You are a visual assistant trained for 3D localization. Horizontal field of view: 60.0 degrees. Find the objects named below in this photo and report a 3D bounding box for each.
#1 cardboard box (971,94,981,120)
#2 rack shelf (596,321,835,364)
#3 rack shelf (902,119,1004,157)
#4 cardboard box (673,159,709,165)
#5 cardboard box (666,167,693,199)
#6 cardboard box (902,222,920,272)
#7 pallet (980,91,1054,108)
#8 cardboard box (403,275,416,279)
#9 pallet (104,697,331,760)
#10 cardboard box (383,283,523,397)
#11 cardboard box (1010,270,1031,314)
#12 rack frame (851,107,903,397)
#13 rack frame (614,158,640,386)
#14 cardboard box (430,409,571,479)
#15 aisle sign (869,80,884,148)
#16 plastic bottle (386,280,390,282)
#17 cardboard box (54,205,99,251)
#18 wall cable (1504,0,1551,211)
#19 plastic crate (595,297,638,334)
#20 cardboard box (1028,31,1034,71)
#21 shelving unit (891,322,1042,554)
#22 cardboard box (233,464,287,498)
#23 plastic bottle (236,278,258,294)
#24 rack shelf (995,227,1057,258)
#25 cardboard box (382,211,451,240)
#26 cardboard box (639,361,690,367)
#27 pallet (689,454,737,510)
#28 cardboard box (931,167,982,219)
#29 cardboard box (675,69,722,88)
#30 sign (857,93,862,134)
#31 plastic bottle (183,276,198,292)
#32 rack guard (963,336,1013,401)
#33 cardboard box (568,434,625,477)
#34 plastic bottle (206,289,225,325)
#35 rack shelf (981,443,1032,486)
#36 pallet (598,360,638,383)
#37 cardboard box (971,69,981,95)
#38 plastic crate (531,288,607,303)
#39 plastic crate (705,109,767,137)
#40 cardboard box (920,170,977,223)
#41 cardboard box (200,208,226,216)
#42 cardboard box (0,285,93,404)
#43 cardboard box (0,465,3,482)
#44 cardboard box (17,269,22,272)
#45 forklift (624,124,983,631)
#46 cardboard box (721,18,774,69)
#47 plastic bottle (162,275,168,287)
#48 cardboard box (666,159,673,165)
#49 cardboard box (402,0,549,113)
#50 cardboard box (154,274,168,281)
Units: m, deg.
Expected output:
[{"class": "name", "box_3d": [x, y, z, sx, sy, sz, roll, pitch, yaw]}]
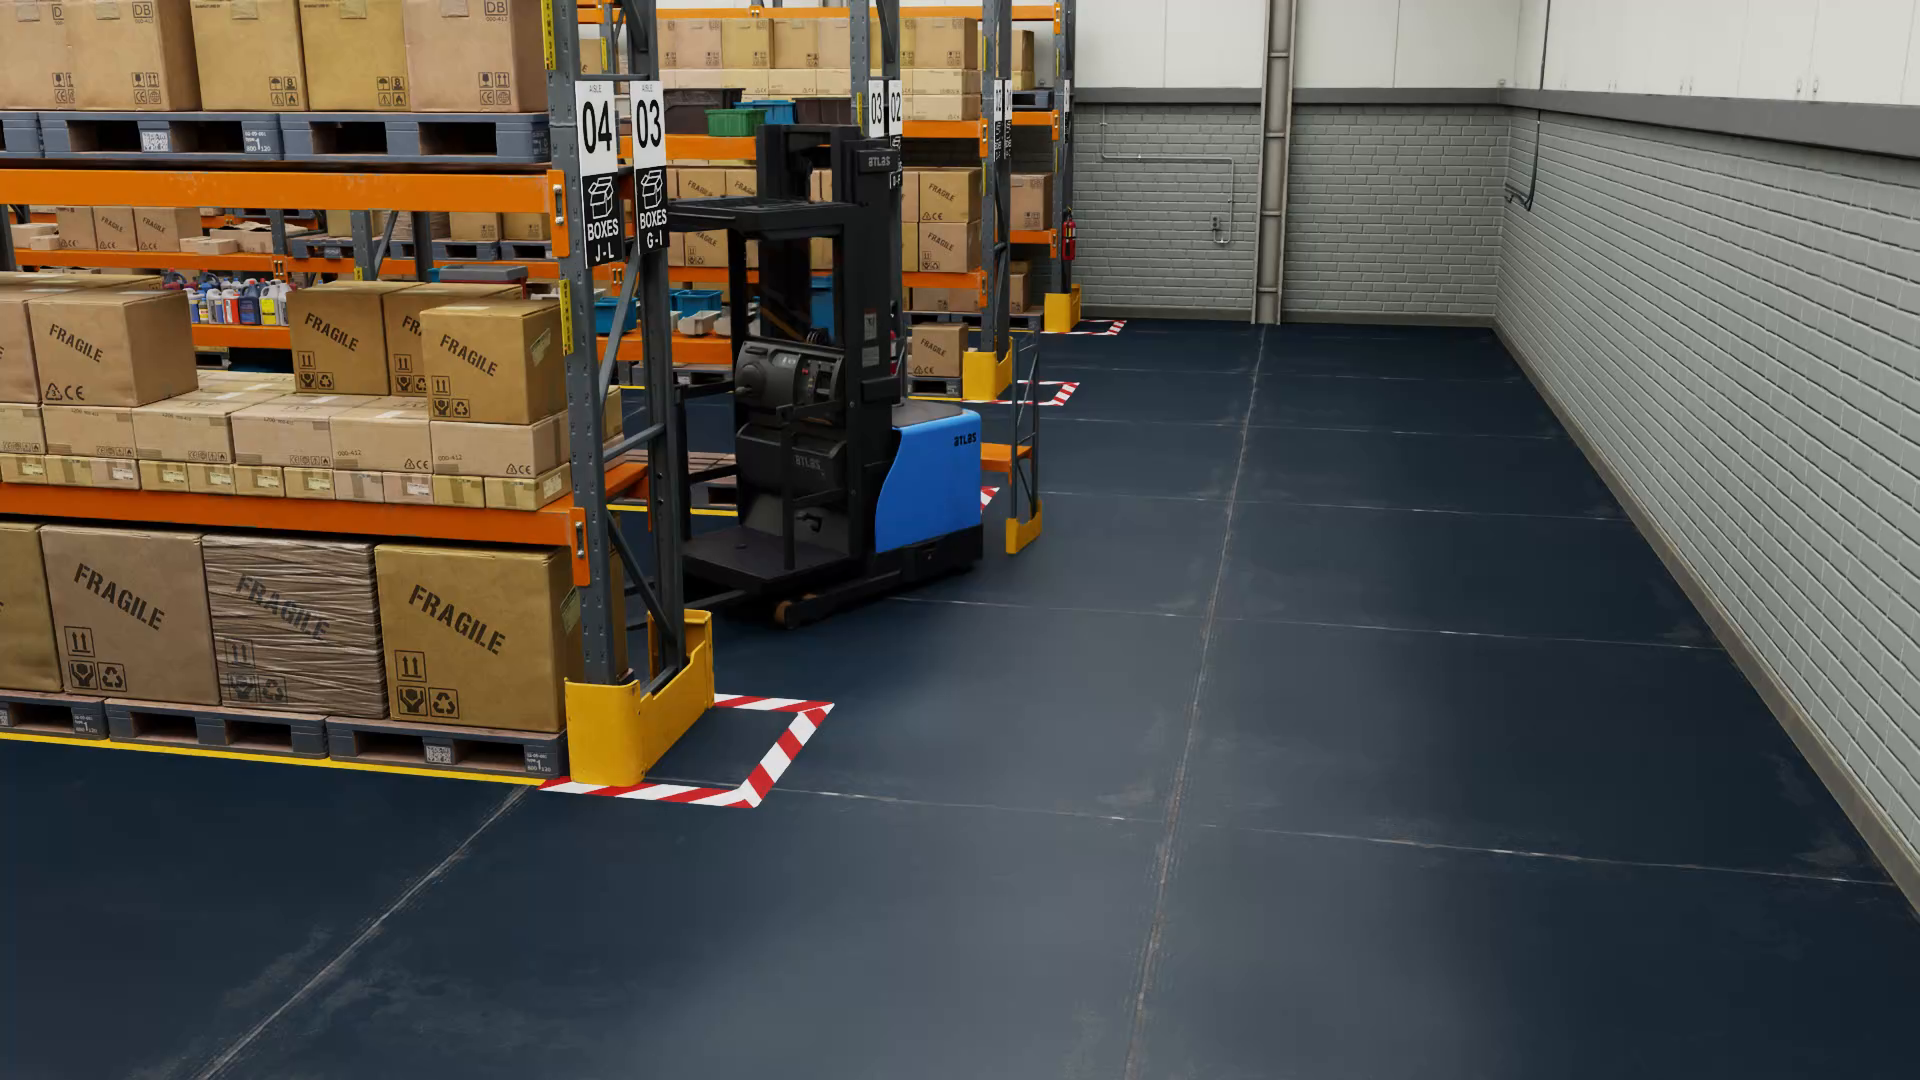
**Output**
[{"class": "cardboard box", "box_3d": [-0.076, -4.504, 17.295, 0.500, 0.250, 0.500, 3, 16, 11]}, {"class": "rack shelf", "box_3d": [-2.574, -1.501, 13.139, 4.000, 0.370, 1.077, 3, 16, 11]}, {"class": "rack shelf", "box_3d": [-1.583, -4.242, 17.416, 4.000, 0.370, 1.077, 3, 16, 11]}, {"class": "cardboard box", "box_3d": [-3.567, -5.096, 22.583, 0.500, 0.250, 0.500, 3, 16, 12]}, {"class": "cardboard box", "box_3d": [-3.137, -3.681, 17.602, 0.500, 0.500, 0.500, 4, 16, 13]}, {"class": "cardboard box", "box_3d": [-0.625, -3.064, 17.248, 0.500, 0.500, 0.500, 3, 16, 12]}, {"class": "pallet", "box_3d": [0.631, -5.773, 21.759, 1.213, 0.211, 1.003, 3, 16, 11]}, {"class": "cardboard box", "box_3d": [-7.677, -3.848, 24.124, 0.500, 0.500, 0.700, 3, 16, 11]}, {"class": "pallet", "box_3d": [-3.592, 0.811, 8.670, 1.213, 0.211, 1.003, 3, 16, 11]}, {"class": "cardboard box", "box_3d": [-2.507, -1.001, 8.305, 0.500, 0.500, 0.500, 3, 16, 10]}, {"class": "cardboard box", "box_3d": [0.655, -3.342, 22.333, 0.500, 0.500, 0.700, 3, 16, 11]}, {"class": "rack frame", "box_3d": [-0.614, -1.741, 12.659, 0.127, 3.000, 1.000, 3, 16, 11]}, {"class": "rack frame", "box_3d": [-3.543, -3.250, 18.105, 0.127, 3.000, 1.000, 3, 16, 11]}, {"class": "cardboard box", "box_3d": [-2.129, -0.473, 7.805, 0.500, 0.250, 0.500, 3, 16, 10]}, {"class": "aisle sign", "box_3d": [-0.602, -2.914, 12.022, 0.004, 0.787, 0.394, 3, 16, 11]}, {"class": "plastic bottle", "box_3d": [-4.808, -2.029, 13.916, 0.133, 0.283, 0.061, 3, 16, 11]}, {"class": "cardboard box", "box_3d": [-10.117, -3.650, 19.364, 0.500, 0.500, 0.500, 4, 16, 15]}, {"class": "wall cable", "box_3d": [6.832, -5.333, 20.205, 0.112, 2.526, 3.097, 3, 16, 11]}, {"class": "plastic crate", "box_3d": [-2.677, -1.732, 12.826, 0.300, 0.233, 0.416, 3, 16, 11]}, {"class": "cardboard box", "box_3d": [0.693, -6.420, 21.834, 0.500, 0.500, 0.500, 2, 16, 9]}, {"class": "shelving unit", "box_3d": [-0.007, -0.751, 11.893, 1.083, 1.500, 0.587, 6, 17, 20]}, {"class": "cardboard box", "box_3d": [-3.271, -0.325, 8.017, 0.250, 0.149, 0.380, 3, 16, 11]}, {"class": "plastic bottle", "box_3d": [-6.046, -2.080, 14.115, 0.135, 0.276, 0.152, 3, 16, 11]}, {"class": "rack shelf", "box_3d": [-0.599, -4.093, 22.495, 4.000, 0.370, 1.077, 3, 16, 11]}, {"class": "cardboard box", "box_3d": [-5.965, -3.610, 18.433, 0.500, 0.500, 0.700, 6, 17, 22]}, {"class": "cardboard box", "box_3d": [-3.175, -2.087, 18.120, 0.500, 0.311, 0.500, 3, 16, 11]}, {"class": "pallet", "box_3d": [-1.414, -0.452, 13.227, 1.213, 0.211, 1.003, 3, 16, 11]}, {"class": "cardboard box", "box_3d": [-0.005, -3.660, 17.524, 0.500, 0.500, 0.500, 4, 16, 13]}, {"class": "cardboard box", "box_3d": [-2.626, -4.747, 17.235, 0.500, 0.250, 0.500, 3, 16, 11]}, {"class": "sign", "box_3d": [-0.708, -2.992, 11.750, 0.005, 0.325, 0.100, 3, 16, 11]}, {"class": "plastic bottle", "box_3d": [-6.552, -2.107, 14.198, 0.133, 0.283, 0.061, 3, 16, 11]}, {"class": "rack guard", "box_3d": [0.302, -1.836, 17.685, 0.348, 0.500, 1.175, 3, 16, 11]}, {"class": "cardboard box", "box_3d": [-1.883, -0.430, 8.395, 0.250, 0.149, 0.380, 3, 16, 12]}, {"class": "plastic bottle", "box_3d": [-5.968, -1.884, 13.407, 0.135, 0.276, 0.152, 3, 16, 11]}, {"class": "rack shelf", "box_3d": [-0.015, -0.578, 11.944, 1.000, 0.185, 0.538, 6, 17, 20]}, {"class": "pallet", "box_3d": [-4.347, -1.939, 18.597, 1.213, 0.211, 1.003, 3, 16, 11]}, {"class": "cardboard box", "box_3d": [-0.075, -4.747, 17.234, 0.500, 0.250, 0.500, 3, 16, 11]}, {"class": "plastic crate", "box_3d": [-3.074, -1.797, 12.968, 0.530, 0.282, 0.437, 3, 16, 11]}, {"class": "plastic crate", "box_3d": [-1.637, -3.063, 12.207, 0.336, 0.188, 0.450, 3, 16, 11]}, {"class": "cardboard box", "box_3d": [-0.114, -3.519, 17.015, 0.500, 0.500, 0.500, 3, 16, 11]}, {"class": "cardboard box", "box_3d": [-10.923, -4.855, 24.142, 0.500, 0.250, 0.500, 3, 16, 11]}, {"class": "cardboard box", "box_3d": [-4.621, -0.970, 8.195, 0.500, 0.500, 0.500, 3, 16, 11]}, {"class": "cardboard box", "box_3d": [-4.781, -0.407, 8.312, 0.250, 0.149, 0.380, 4, 16, 13]}, {"class": "cardboard box", "box_3d": [-11.774, -3.021, 20.237, 0.500, 0.500, 0.500, 3, 16, 11]}, {"class": "forklift", "box_3d": [-1.211, -1.030, 10.221, 1.130, 2.935, 3.031, 14, 21, 41]}, {"class": "cardboard box", "box_3d": [-2.106, -5.121, 17.180, 0.500, 0.500, 0.700, 3, 16, 11]}, {"class": "plastic bottle", "box_3d": [-6.852, -2.140, 14.317, 0.133, 0.283, 0.061, 3, 16, 11]}, {"class": "cardboard box", "box_3d": [-4.067, -5.123, 22.681, 0.500, 0.250, 0.500, 3, 16, 12]}, {"class": "cardboard box", "box_3d": [-2.121, -2.204, 7.548, 0.500, 0.500, 0.700, 2, 16, 8]}, {"class": "cardboard box", "box_3d": [-11.962, -3.900, 24.968, 0.250, 0.149, 0.380, 2, 16, 7]}]
